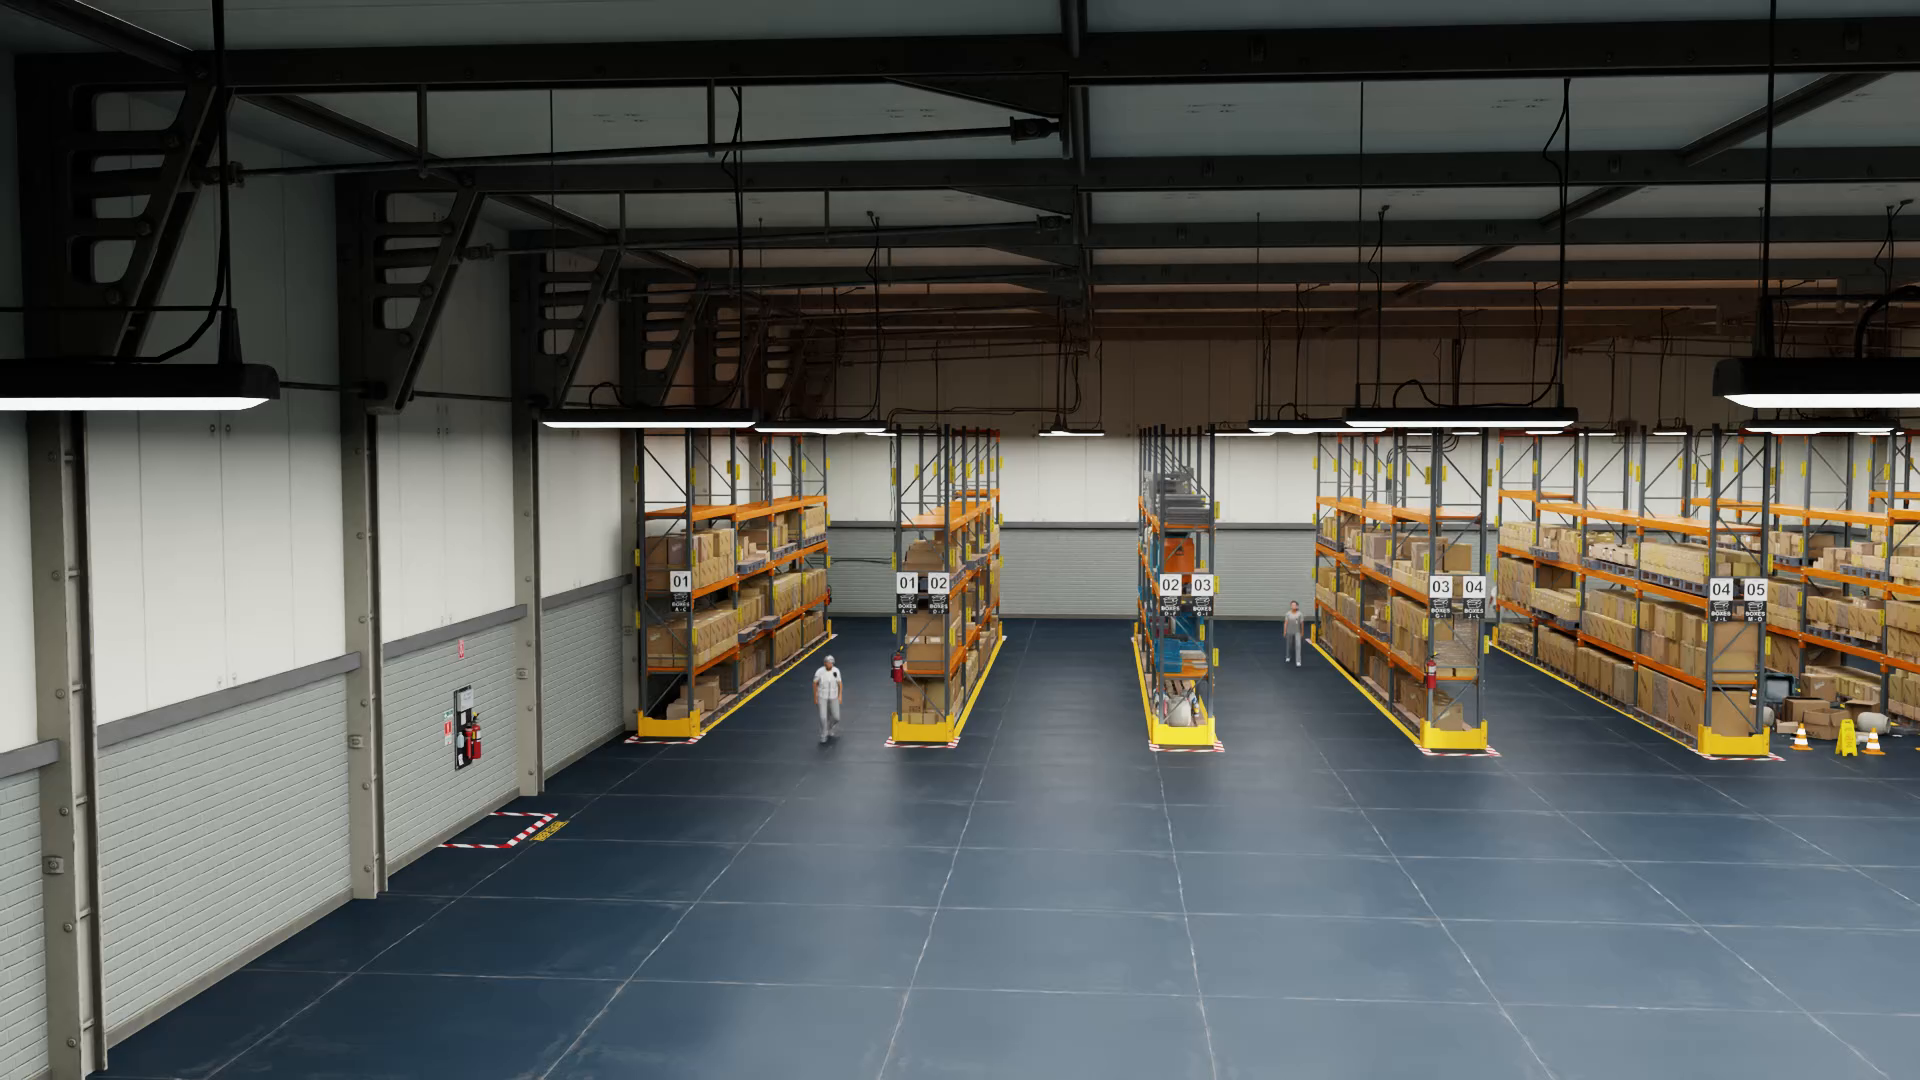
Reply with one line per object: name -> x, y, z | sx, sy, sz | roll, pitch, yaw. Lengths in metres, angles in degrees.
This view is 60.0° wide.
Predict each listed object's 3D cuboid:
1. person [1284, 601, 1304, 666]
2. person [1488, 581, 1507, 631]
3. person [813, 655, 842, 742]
person -> 8.419, 2.343, 41.936 | 0.532, 1.613, 1.049 | 0, 3, 5
person -> 15.800, 1.918, 48.795 | 0.486, 1.608, 1.076 | 3, 5, 40
person -> -2.526, 2.991, 31.614 | 0.538, 1.644, 0.631 | -1, 4, -15
